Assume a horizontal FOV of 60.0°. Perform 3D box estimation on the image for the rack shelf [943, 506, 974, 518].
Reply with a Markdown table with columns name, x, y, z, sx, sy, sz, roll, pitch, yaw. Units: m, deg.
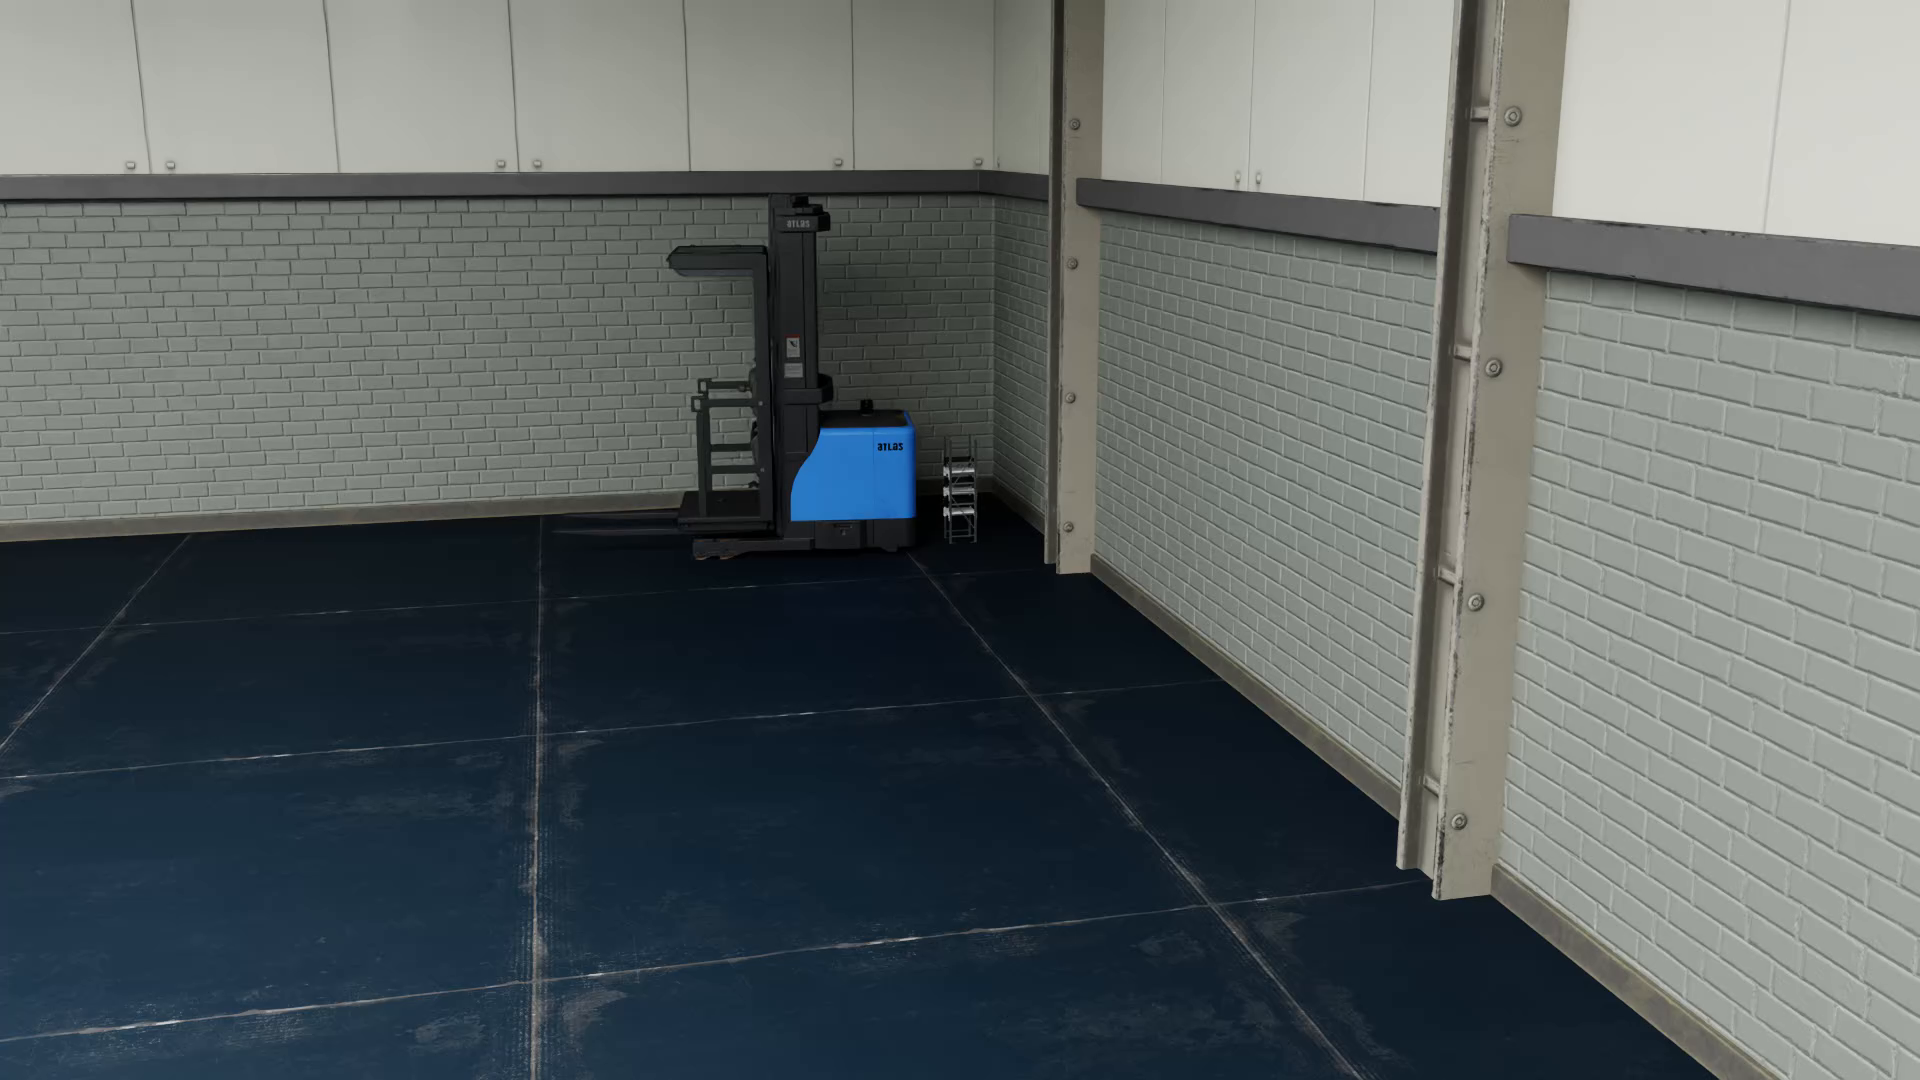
| name | x | y | z | sx | sy | sz | roll | pitch | yaw |
| --- | --- | --- | --- | --- | --- | --- | --- | --- | --- |
| rack shelf | 0.002 | -0.228 | 14.363 | 0.258 | 0.077 | 0.200 | -3 | 14 | -13 |

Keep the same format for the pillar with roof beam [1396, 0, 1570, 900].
| name | x | y | z | sx | sy | sz | roll | pitch | yaw |
| --- | --- | --- | --- | --- | --- | --- | --- | --- | --- |
| pillar with roof beam | -1.888 | -2.529 | 5.816 | 9.100 | 9.000 | 0.400 | -3 | 14 | -13 |

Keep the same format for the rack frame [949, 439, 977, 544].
| name | x | y | z | sx | sy | sz | roll | pitch | yaw |
| --- | --- | --- | --- | --- | --- | --- | --- | --- | --- |
| rack frame | 0.026 | -0.412 | 14.217 | 0.240 | 0.900 | 0.006 | -3 | 14 | -13 |

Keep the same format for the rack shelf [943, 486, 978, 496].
| name | x | y | z | sx | sy | sz | roll | pitch | yaw |
| --- | --- | --- | --- | --- | --- | --- | --- | --- | --- |
| rack shelf | 0.002 | -0.403 | 14.321 | 0.258 | 0.077 | 0.200 | -3 | 14 | -13 |

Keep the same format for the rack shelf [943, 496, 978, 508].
| name | x | y | z | sx | sy | sz | roll | pitch | yaw |
| --- | --- | --- | --- | --- | --- | --- | --- | --- | --- |
| rack shelf | 0.002 | -0.315 | 14.342 | 0.258 | 0.077 | 0.200 | -3 | 14 | -13 |

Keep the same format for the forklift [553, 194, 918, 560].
| name | x | y | z | sx | sy | sz | roll | pitch | yaw |
| --- | --- | --- | --- | --- | --- | --- | --- | --- | --- |
| forklift | -1.900 | -1.389 | 13.938 | 3.031 | 2.935 | 1.130 | -1 | 14 | -6 |

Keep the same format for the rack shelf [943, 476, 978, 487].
| name | x | y | z | sx | sy | sz | roll | pitch | yaw |
| --- | --- | --- | --- | --- | --- | --- | --- | --- | --- |
| rack shelf | 0.002 | -0.490 | 14.299 | 0.258 | 0.077 | 0.200 | -3 | 14 | -13 |

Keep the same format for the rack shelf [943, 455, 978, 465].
| name | x | y | z | sx | sy | sz | roll | pitch | yaw |
| --- | --- | --- | --- | --- | --- | --- | --- | --- | --- |
| rack shelf | 0.002 | -0.665 | 14.256 | 0.258 | 0.077 | 0.200 | -3 | 14 | -13 |

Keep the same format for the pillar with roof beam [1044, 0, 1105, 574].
| name | x | y | z | sx | sy | sz | roll | pitch | yaw |
| --- | --- | --- | --- | --- | --- | --- | --- | --- | --- |
| pillar with roof beam | -3.297 | -3.913 | 11.482 | 9.100 | 9.000 | 0.400 | -3 | 14 | -13 |

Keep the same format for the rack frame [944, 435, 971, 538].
| name | x | y | z | sx | sy | sz | roll | pitch | yaw |
| --- | --- | --- | --- | --- | --- | --- | --- | --- | --- |
| rack frame | -0.022 | -0.459 | 14.409 | 0.240 | 0.900 | 0.006 | -3 | 14 | -13 |

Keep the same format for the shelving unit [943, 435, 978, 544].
| name | x | y | z | sx | sy | sz | roll | pitch | yaw |
| --- | --- | --- | --- | --- | --- | --- | --- | --- | --- |
| shelving unit | 0.002 | -0.435 | 14.313 | 0.258 | 0.900 | 0.210 | -3 | 14 | -13 |

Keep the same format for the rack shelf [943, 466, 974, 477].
| name | x | y | z | sx | sy | sz | roll | pitch | yaw |
| --- | --- | --- | --- | --- | --- | --- | --- | --- | --- |
| rack shelf | 0.002 | -0.578 | 14.278 | 0.258 | 0.077 | 0.200 | -3 | 14 | -13 |
